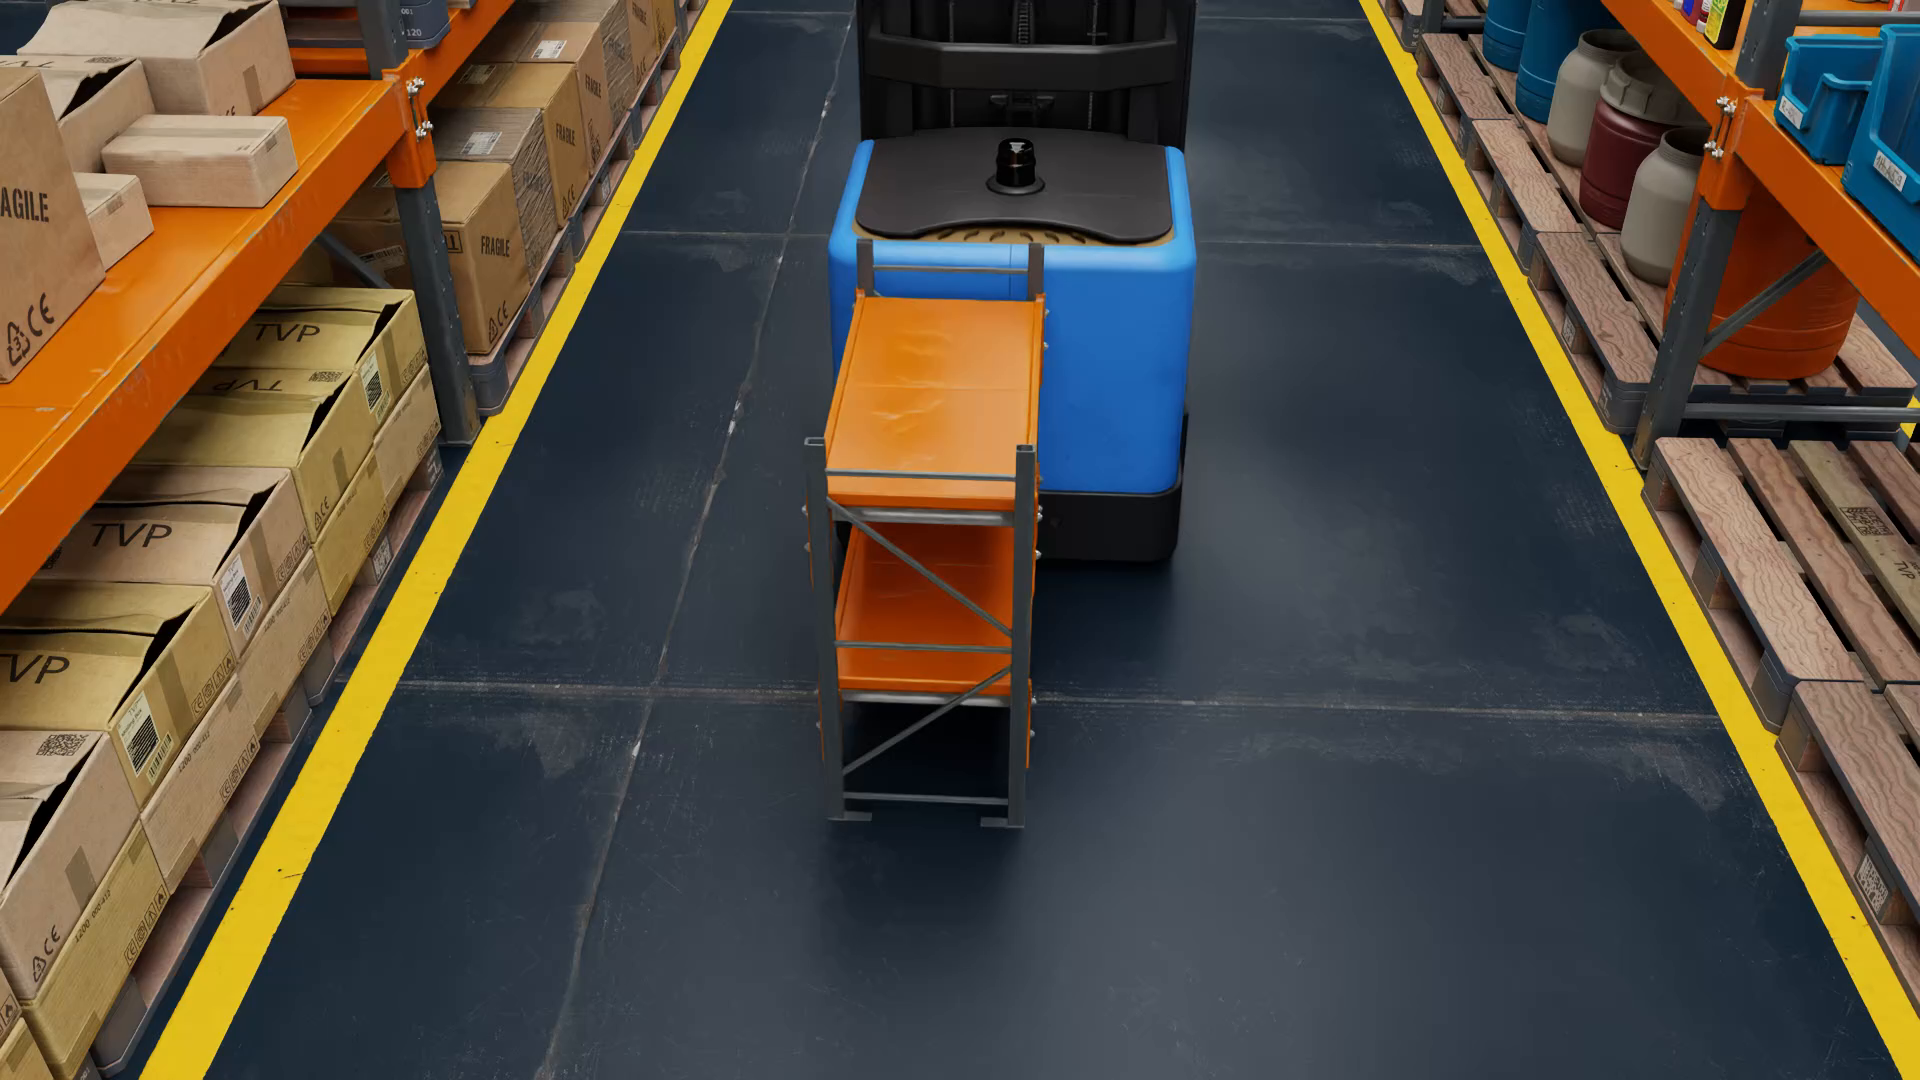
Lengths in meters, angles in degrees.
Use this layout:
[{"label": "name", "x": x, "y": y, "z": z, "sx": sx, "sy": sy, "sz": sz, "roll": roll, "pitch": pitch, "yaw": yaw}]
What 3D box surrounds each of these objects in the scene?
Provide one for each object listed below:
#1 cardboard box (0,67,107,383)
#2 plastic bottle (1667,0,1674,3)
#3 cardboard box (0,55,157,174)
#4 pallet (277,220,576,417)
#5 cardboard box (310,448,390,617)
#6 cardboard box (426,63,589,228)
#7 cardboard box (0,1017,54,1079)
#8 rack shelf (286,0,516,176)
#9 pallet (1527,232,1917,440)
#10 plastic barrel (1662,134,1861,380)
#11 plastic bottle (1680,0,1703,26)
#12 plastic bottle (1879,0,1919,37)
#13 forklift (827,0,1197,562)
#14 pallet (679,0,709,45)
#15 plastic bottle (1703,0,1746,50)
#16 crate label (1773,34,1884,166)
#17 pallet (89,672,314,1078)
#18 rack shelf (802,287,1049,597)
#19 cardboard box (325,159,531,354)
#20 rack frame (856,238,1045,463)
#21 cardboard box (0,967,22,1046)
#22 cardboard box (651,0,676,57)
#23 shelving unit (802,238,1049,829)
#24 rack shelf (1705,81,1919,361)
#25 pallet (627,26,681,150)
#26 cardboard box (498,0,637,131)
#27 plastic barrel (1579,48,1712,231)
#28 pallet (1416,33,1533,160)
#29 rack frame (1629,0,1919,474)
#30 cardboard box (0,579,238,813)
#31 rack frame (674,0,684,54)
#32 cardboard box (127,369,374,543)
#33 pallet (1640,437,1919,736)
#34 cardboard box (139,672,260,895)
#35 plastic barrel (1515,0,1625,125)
[{"label": "cardboard box", "x": -2.220, "y": -0.668, "z": 3.505, "sx": 0.500, "sy": 0.500, "sz": 0.500, "roll": 0, "pitch": 35, "yaw": -1}, {"label": "plastic bottle", "x": 2.406, "y": -1.890, "z": 5.504, "sx": 0.097, "sy": 0.201, "sz": 0.097, "roll": 0, "pitch": 35, "yaw": 0}, {"label": "cardboard box", "x": -2.399, "y": -1.046, "z": 4.207, "sx": 0.500, "sy": 0.311, "sz": 0.500, "roll": 1, "pitch": 35, "yaw": 1}, {"label": "pallet", "x": -2.102, "y": -0.879, "z": 6.317, "sx": 1.003, "sy": 0.211, "sz": 1.213, "roll": 1, "pitch": 35, "yaw": 2}, {"label": "cardboard box", "x": -1.964, "y": -0.034, "z": 4.716, "sx": 0.500, "sy": 0.250, "sz": 0.500, "roll": 1, "pitch": 35, "yaw": 1}, {"label": "cardboard box", "x": -1.825, "y": -1.593, "z": 6.699, "sx": 0.500, "sy": 0.500, "sz": 0.500, "roll": 1, "pitch": 35, "yaw": 1}, {"label": "cardboard box", "x": -2.044, "y": 1.140, "z": 3.045, "sx": 0.500, "sy": 0.250, "sz": 0.500, "roll": 2, "pitch": 35, "yaw": 3}, {"label": "rack shelf", "x": -2.089, "y": -2.446, "z": 6.748, "sx": 1.077, "sy": 0.370, "sz": 4.000, "roll": 1, "pitch": 35, "yaw": 2}, {"label": "pallet", "x": 2.770, "y": -0.788, "z": 6.188, "sx": 1.003, "sy": 0.211, "sz": 1.213, "roll": 1, "pitch": 35, "yaw": 2}, {"label": "plastic barrel", "x": 2.782, "y": -1.040, "z": 5.644, "sx": 0.600, "sy": 0.830, "sz": 0.708, "roll": 1, "pitch": 35, "yaw": 2}, {"label": "plastic bottle", "x": 2.379, "y": -1.802, "z": 5.307, "sx": 0.061, "sy": 0.283, "sz": 0.133, "roll": 1, "pitch": 35, "yaw": 2}, {"label": "plastic bottle", "x": 2.968, "y": -1.669, "z": 5.124, "sx": 0.152, "sy": 0.276, "sz": 0.135, "roll": 1, "pitch": 35, "yaw": 2}, {"label": "forklift", "x": 0.226, "y": -1.957, "z": 5.485, "sx": 1.130, "sy": 2.935, "sz": 3.031, "roll": 2, "pitch": 35, "yaw": 3}, {"label": "pallet", "x": -1.980, "y": -3.143, "z": 9.539, "sx": 1.003, "sy": 0.211, "sz": 1.213, "roll": 1, "pitch": 35, "yaw": 2}, {"label": "plastic bottle", "x": 2.370, "y": -1.669, "z": 5.118, "sx": 0.061, "sy": 0.283, "sz": 0.133, "roll": 1, "pitch": 35, "yaw": 2}, {"label": "crate label", "x": 2.388, "y": -1.173, "z": 4.456, "sx": 0.303, "sy": 0.233, "sz": 0.416, "roll": 1, "pitch": 35, "yaw": 2}, {"label": "pallet", "x": -2.293, "y": 0.721, "z": 4.041, "sx": 1.003, "sy": 0.211, "sz": 1.213, "roll": 1, "pitch": 35, "yaw": 2}, {"label": "rack shelf", "x": -0.056, "y": -0.277, "z": 4.157, "sx": 0.538, "sy": 0.278, "sz": 1.000, "roll": 2, "pitch": 35, "yaw": 3}, {"label": "cardboard box", "x": -1.866, "y": -1.004, "z": 5.861, "sx": 0.500, "sy": 0.500, "sz": 0.500, "roll": 3, "pitch": 35, "yaw": 4}, {"label": "rack frame", "x": -0.026, "y": -0.329, "z": 4.740, "sx": 0.500, "sy": 1.125, "sz": 0.032, "roll": 2, "pitch": 35, "yaw": 3}, {"label": "cardboard box", "x": -2.039, "y": 0.911, "z": 2.883, "sx": 0.500, "sy": 0.311, "sz": 0.500, "roll": 1, "pitch": 35, "yaw": 1}, {"label": "cardboard box", "x": -1.742, "y": -2.757, "z": 8.355, "sx": 0.500, "sy": 0.500, "sz": 0.500, "roll": 1, "pitch": 35, "yaw": 2}, {"label": "shelving unit", "x": -0.056, "y": -0.037, "z": 4.325, "sx": 0.538, "sy": 1.125, "sz": 1.048, "roll": 2, "pitch": 35, "yaw": 3}, {"label": "rack shelf", "x": 2.699, "y": -0.032, "z": 3.312, "sx": 1.077, "sy": 0.370, "sz": 4.000, "roll": 1, "pitch": 35, "yaw": 2}, {"label": "pallet", "x": -2.004, "y": -2.280, "z": 8.311, "sx": 1.003, "sy": 0.211, "sz": 1.213, "roll": 1, "pitch": 35, "yaw": 2}, {"label": "cardboard box", "x": -1.791, "y": -2.185, "z": 7.541, "sx": 0.500, "sy": 0.500, "sz": 0.500, "roll": 2, "pitch": 35, "yaw": 2}, {"label": "plastic barrel", "x": 2.828, "y": -1.590, "z": 6.636, "sx": 0.600, "sy": 0.588, "sz": 0.708, "roll": 1, "pitch": 35, "yaw": 2}, {"label": "pallet", "x": 2.868, "y": -2.190, "z": 8.182, "sx": 1.003, "sy": 0.211, "sz": 1.213, "roll": 1, "pitch": 35, "yaw": 2}, {"label": "rack frame", "x": 2.780, "y": -1.475, "z": 4.740, "sx": 1.000, "sy": 3.000, "sz": 0.127, "roll": 1, "pitch": 35, "yaw": 2}, {"label": "cardboard box", "x": -2.004, "y": 0.315, "z": 3.731, "sx": 0.500, "sy": 0.311, "sz": 0.500, "roll": 2, "pitch": 35, "yaw": 3}, {"label": "rack frame", "x": -2.009, "y": -3.890, "z": 8.176, "sx": 1.000, "sy": 3.000, "sz": 0.127, "roll": 1, "pitch": 35, "yaw": 2}, {"label": "cardboard box", "x": -1.959, "y": -0.262, "z": 4.553, "sx": 0.500, "sy": 0.311, "sz": 0.500, "roll": 1, "pitch": 35, "yaw": 1}, {"label": "pallet", "x": 2.710, "y": 0.110, "z": 4.910, "sx": 1.003, "sy": 0.211, "sz": 1.213, "roll": 1, "pitch": 35, "yaw": 2}, {"label": "cardboard box", "x": -2.005, "y": 0.550, "z": 3.884, "sx": 0.500, "sy": 0.250, "sz": 0.500, "roll": 2, "pitch": 35, "yaw": 3}, {"label": "plastic barrel", "x": 2.873, "y": -2.367, "z": 7.470, "sx": 0.600, "sy": 0.901, "sz": 0.708, "roll": 1, "pitch": 35, "yaw": 2}]
